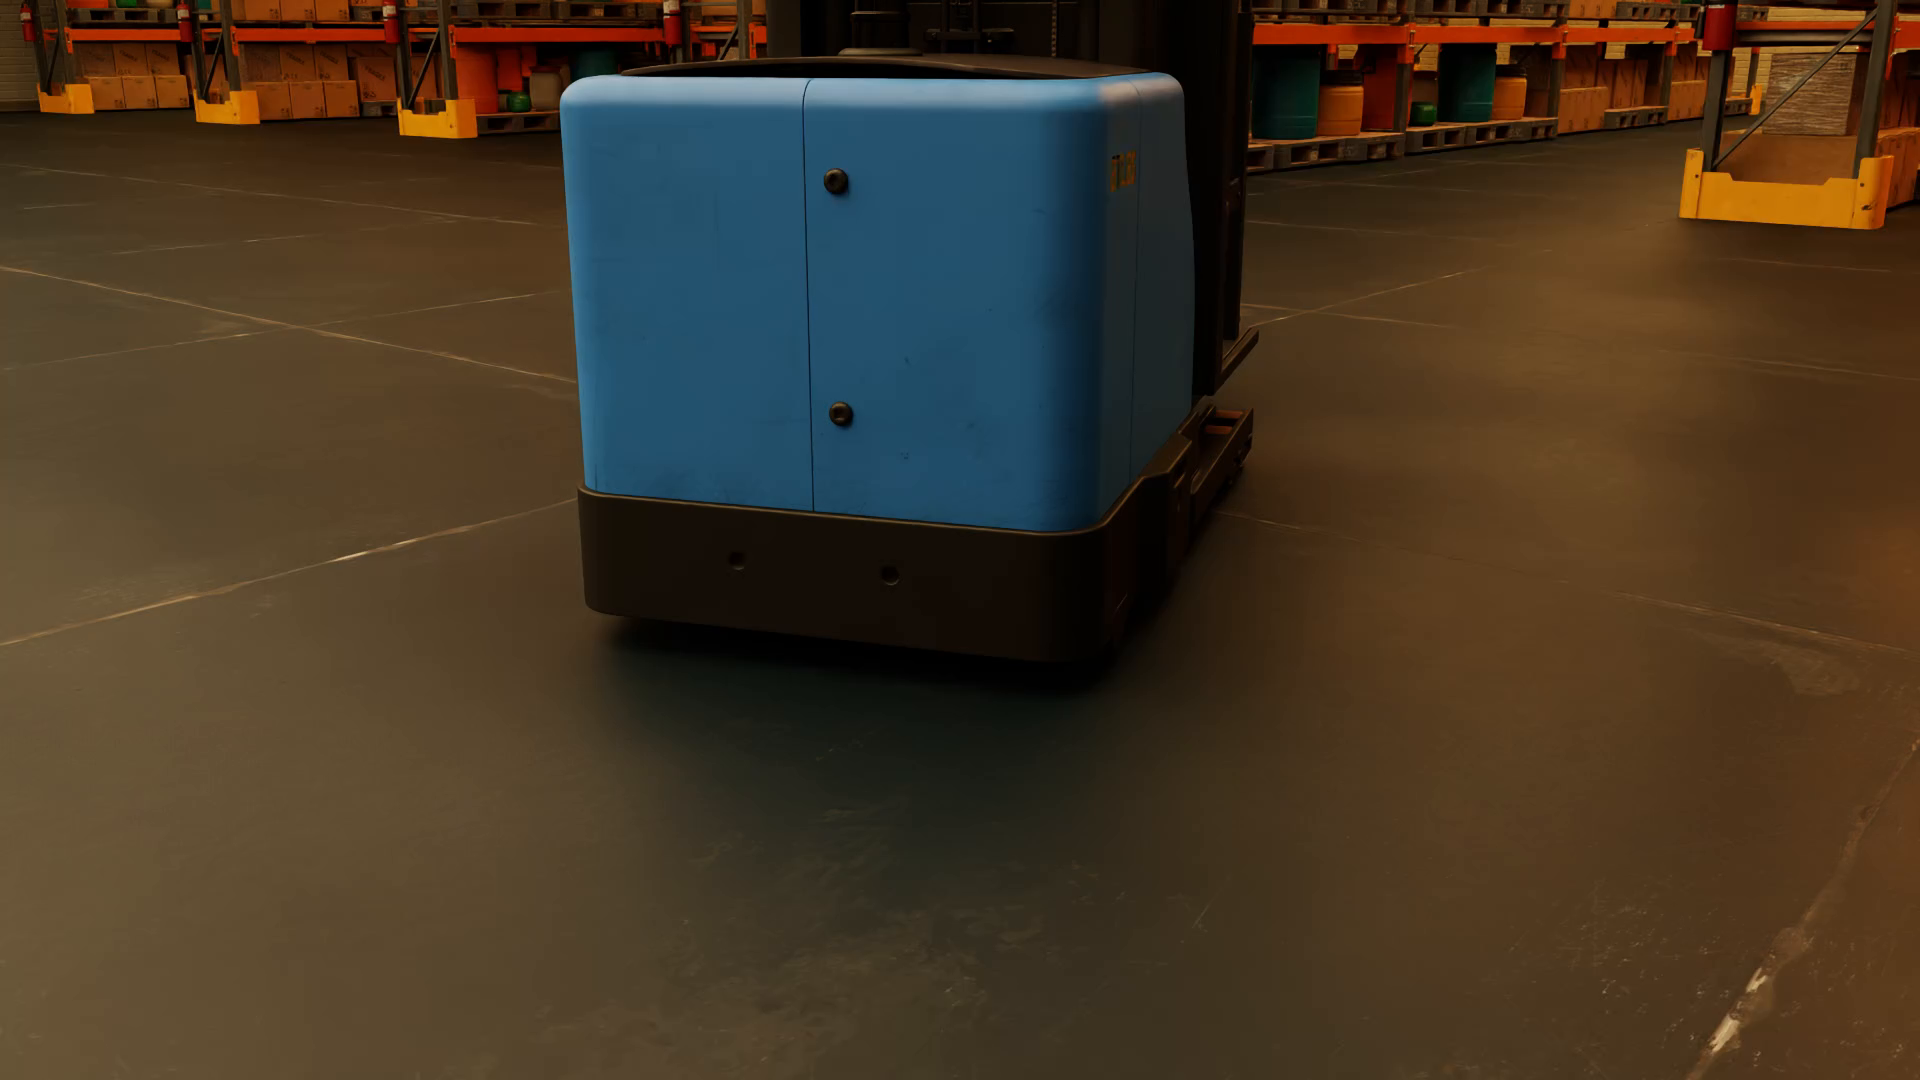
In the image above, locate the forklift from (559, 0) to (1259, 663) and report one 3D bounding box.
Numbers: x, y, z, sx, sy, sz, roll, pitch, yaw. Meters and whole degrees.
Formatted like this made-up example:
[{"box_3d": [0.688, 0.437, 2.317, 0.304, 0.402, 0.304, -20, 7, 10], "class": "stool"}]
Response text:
[{"box_3d": [0.182, -1.571, 4.072, 1.130, 2.935, 3.031, 5, 18, 17], "class": "forklift"}]
